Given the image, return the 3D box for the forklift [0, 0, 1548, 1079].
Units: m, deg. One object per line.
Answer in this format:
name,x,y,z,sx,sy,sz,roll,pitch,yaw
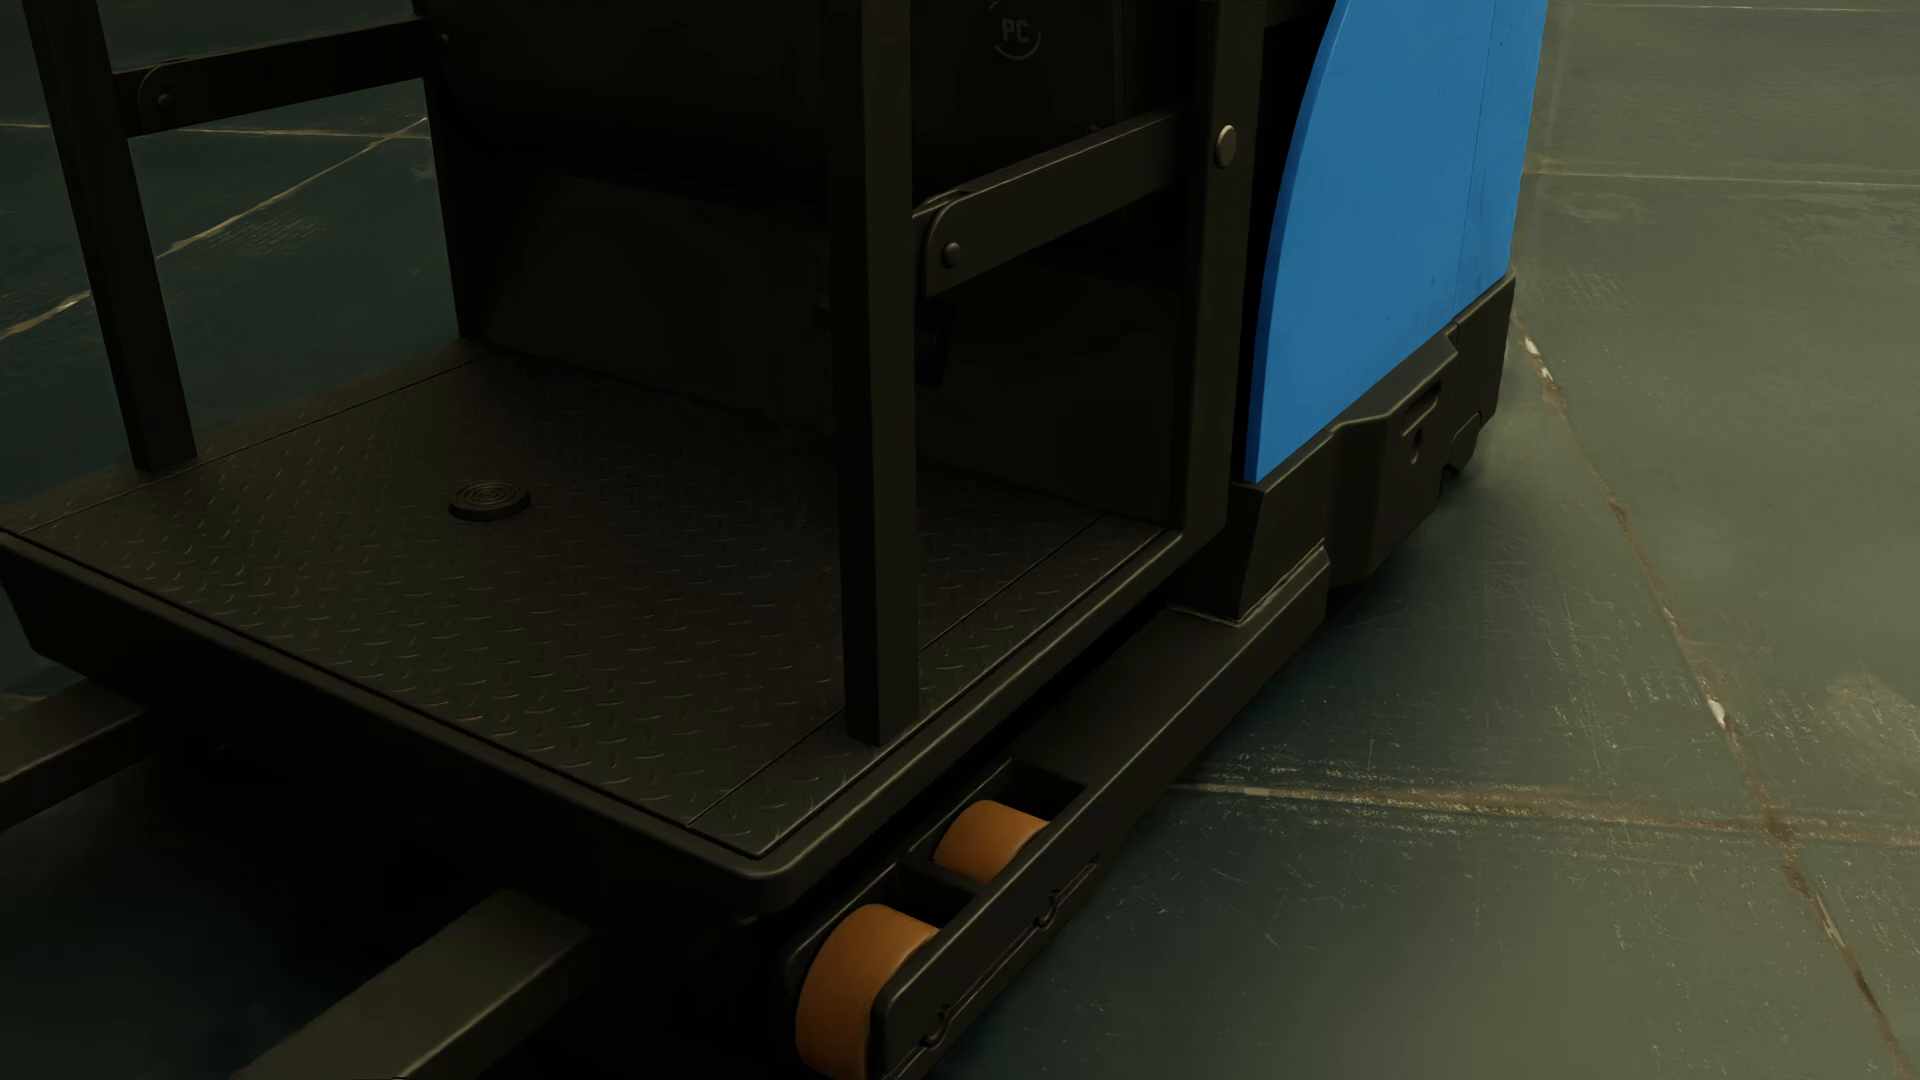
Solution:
forklift,-0.333,-1.053,1.328,1.130,2.935,3.031,16,31,29
